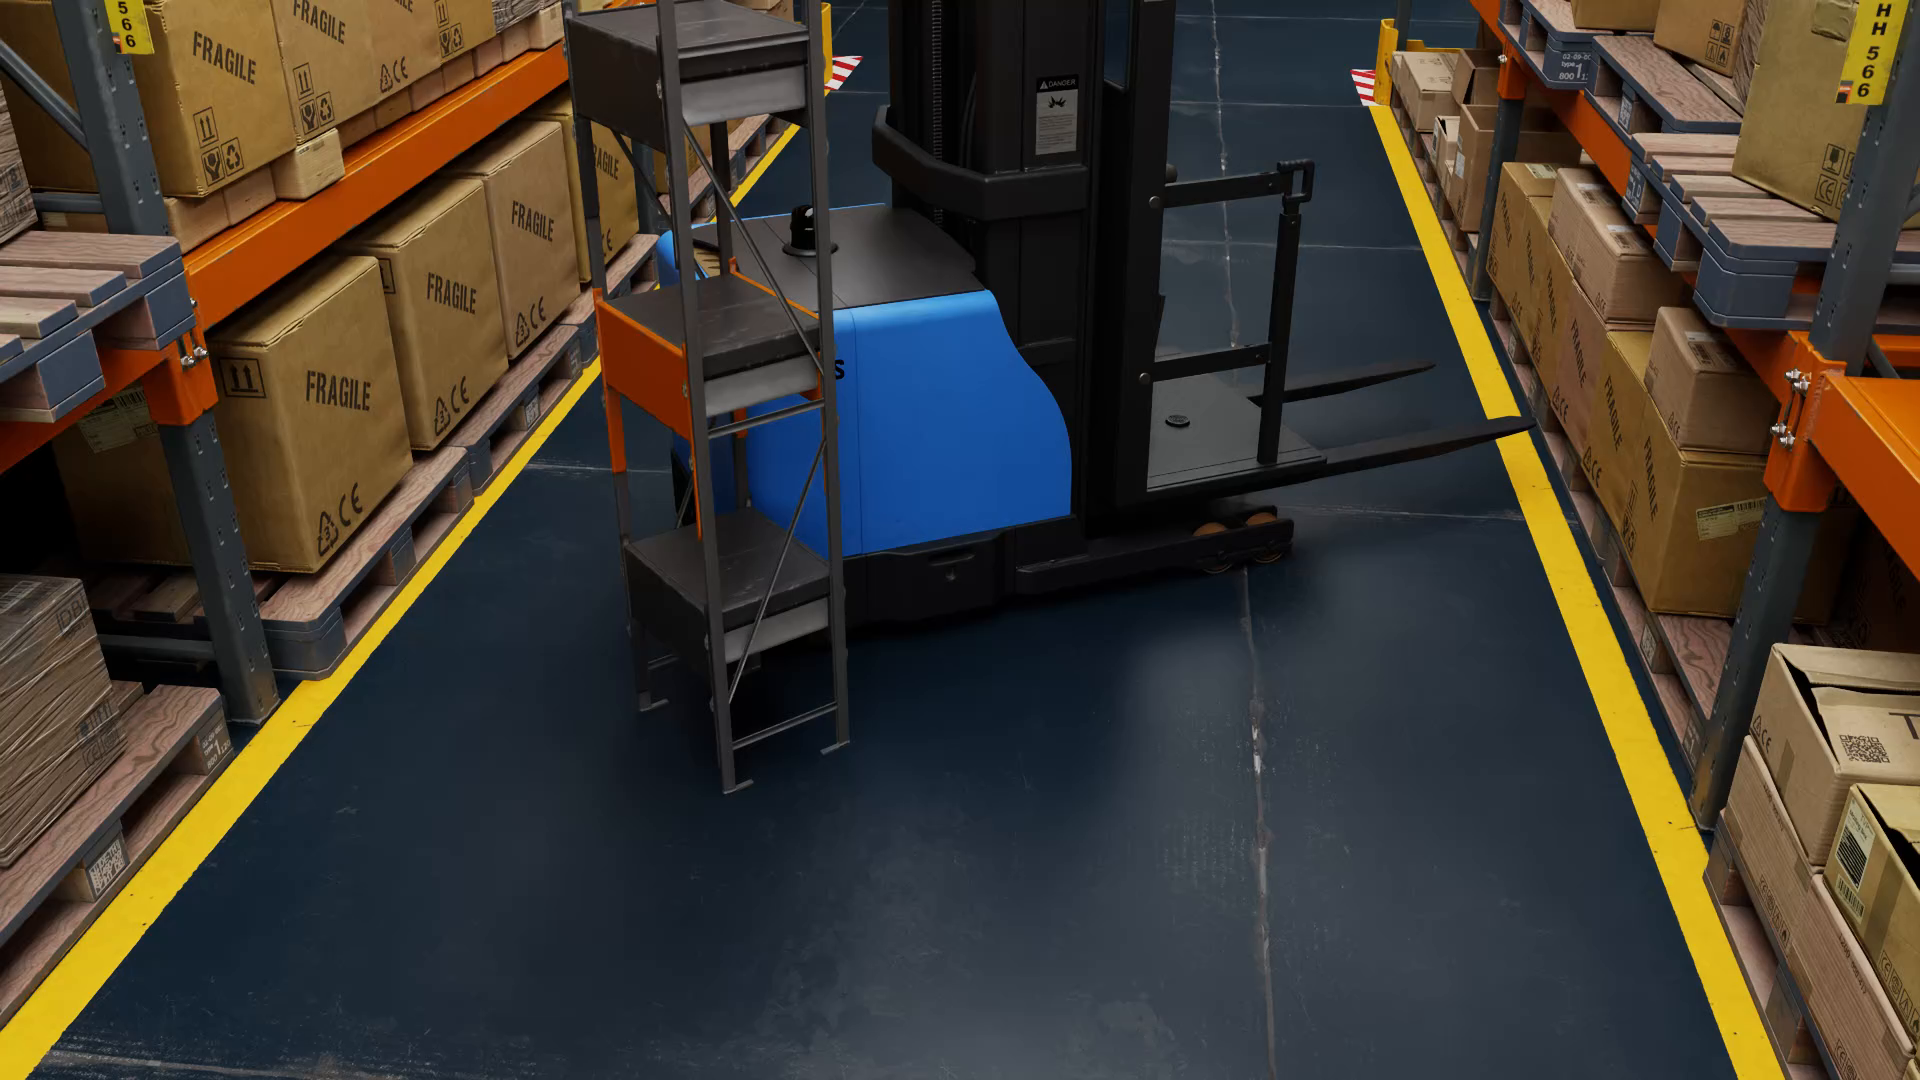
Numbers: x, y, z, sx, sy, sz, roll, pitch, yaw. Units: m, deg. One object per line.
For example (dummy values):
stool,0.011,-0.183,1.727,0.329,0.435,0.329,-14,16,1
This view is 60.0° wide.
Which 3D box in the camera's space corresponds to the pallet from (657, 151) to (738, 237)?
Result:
pallet,-1.827,-1.851,8.963,1.003,0.211,1.213,3,28,6

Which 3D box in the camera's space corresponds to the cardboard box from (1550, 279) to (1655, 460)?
cardboard box,2.433,-0.594,5.862,0.500,0.500,0.500,2,28,4

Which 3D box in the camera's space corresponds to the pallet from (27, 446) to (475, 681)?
pallet,-2.316,0.018,5.493,1.003,0.211,1.213,3,28,6

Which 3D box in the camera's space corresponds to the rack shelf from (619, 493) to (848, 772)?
rack shelf,-0.620,0.242,4.591,0.431,0.518,0.480,-19,34,-32

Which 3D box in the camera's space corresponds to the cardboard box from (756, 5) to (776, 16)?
cardboard box,-1.555,-3.122,10.575,0.700,0.500,0.500,3,28,6

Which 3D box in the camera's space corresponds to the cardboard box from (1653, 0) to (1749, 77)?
cardboard box,2.764,-1.833,5.441,0.700,0.500,0.500,-4,29,-7

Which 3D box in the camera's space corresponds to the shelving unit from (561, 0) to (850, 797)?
shelving unit,-0.620,-0.386,4.253,0.431,2.100,0.503,-19,34,-32

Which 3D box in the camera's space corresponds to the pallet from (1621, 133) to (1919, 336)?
pallet,2.443,-0.795,4.265,1.213,0.211,1.003,3,28,6

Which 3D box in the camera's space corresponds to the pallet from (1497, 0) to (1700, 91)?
pallet,2.713,-1.985,6.474,1.003,0.211,1.213,3,28,6

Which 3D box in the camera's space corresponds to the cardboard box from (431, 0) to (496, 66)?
cardboard box,-1.983,-1.965,5.795,0.500,0.500,0.500,4,29,8

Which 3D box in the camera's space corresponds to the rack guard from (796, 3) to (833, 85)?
rack guard,-1.504,-3.519,11.755,1.175,0.500,0.348,3,28,6

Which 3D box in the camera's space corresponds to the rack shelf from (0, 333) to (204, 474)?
rack shelf,-2.733,0.416,2.574,1.077,0.370,4.000,3,28,6

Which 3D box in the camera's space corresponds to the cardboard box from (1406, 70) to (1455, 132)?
cardboard box,2.939,-2.595,9.840,0.500,0.250,0.500,3,28,6

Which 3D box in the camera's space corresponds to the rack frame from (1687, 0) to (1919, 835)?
rack frame,2.429,-0.556,3.620,1.000,3.000,0.127,3,28,6

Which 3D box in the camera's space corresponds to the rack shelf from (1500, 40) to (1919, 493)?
rack shelf,2.674,-1.181,5.538,1.077,0.370,4.000,3,28,6

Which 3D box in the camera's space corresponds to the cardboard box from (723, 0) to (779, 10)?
cardboard box,-1.359,-3.451,10.503,0.380,0.149,0.250,4,29,8

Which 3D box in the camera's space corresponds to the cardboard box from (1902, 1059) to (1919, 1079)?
cardboard box,1.955,1.180,2.852,0.500,0.250,0.500,3,28,5

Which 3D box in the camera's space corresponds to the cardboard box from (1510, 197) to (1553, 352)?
cardboard box,2.564,-1.067,6.740,0.500,0.500,0.500,4,29,7

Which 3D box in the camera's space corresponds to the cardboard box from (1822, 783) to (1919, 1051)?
cardboard box,2.018,0.700,3.154,0.500,0.311,0.500,3,28,5

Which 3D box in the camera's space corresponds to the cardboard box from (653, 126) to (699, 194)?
cardboard box,-1.804,-2.156,8.782,0.700,0.500,0.500,4,29,7

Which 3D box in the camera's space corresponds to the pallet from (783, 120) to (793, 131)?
pallet,-1.528,-3.000,11.095,1.003,0.211,1.213,3,28,6

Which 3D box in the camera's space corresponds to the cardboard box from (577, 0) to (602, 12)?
cardboard box,-1.765,-2.328,7.152,0.380,0.149,0.250,4,29,7

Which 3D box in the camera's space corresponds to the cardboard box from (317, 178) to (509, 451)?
cardboard box,-2.154,-0.831,5.954,0.750,0.750,0.750,3,28,6

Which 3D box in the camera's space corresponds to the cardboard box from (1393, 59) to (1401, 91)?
cardboard box,2.986,-2.974,10.630,0.380,0.166,0.250,3,28,6

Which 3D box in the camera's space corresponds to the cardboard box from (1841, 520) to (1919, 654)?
cardboard box,2.769,0.153,4.475,0.500,0.500,0.500,5,29,8

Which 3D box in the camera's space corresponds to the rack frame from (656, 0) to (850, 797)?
rack frame,-0.475,-0.293,4.080,0.400,2.100,0.015,-19,34,-32

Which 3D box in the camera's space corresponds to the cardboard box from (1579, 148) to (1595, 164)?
cardboard box,3.282,-1.978,8.783,0.380,0.166,0.250,3,28,6

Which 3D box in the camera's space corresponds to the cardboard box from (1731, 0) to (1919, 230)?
cardboard box,2.395,-1.088,4.059,0.700,0.500,0.500,-6,29,-11

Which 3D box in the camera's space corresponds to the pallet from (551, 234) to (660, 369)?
pallet,-2.017,-1.130,7.625,1.003,0.211,1.213,3,28,6

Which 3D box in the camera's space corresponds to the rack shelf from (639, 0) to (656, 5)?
rack shelf,-1.752,-3.350,9.564,1.077,0.370,4.000,3,28,6

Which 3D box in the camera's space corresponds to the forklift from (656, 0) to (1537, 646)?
forklift,0.579,-1.400,5.258,3.031,2.935,1.130,-11,30,-19

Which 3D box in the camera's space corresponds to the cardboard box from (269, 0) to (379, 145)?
cardboard box,-2.101,-1.486,4.906,0.500,0.500,0.500,4,29,8

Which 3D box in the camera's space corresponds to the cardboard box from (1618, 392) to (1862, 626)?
cardboard box,2.311,-0.103,4.951,0.500,0.500,0.500,4,29,8

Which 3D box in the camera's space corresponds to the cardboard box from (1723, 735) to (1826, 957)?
cardboard box,2.074,0.699,3.747,0.500,0.250,0.500,3,28,6

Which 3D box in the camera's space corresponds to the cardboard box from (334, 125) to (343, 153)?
cardboard box,-2.153,-1.246,5.144,0.380,0.149,0.250,3,28,6

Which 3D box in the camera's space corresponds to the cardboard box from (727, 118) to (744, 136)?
cardboard box,-1.674,-2.634,9.668,0.700,0.500,0.500,4,29,7

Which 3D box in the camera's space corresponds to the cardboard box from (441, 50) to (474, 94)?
cardboard box,-2.001,-1.728,6.039,0.380,0.149,0.250,4,29,8

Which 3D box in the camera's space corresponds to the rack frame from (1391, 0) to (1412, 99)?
rack frame,3.409,-4.322,10.610,1.000,3.000,0.127,3,28,6

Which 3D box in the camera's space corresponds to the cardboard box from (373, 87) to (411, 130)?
cardboard box,-2.087,-1.489,5.596,0.380,0.149,0.250,4,29,7

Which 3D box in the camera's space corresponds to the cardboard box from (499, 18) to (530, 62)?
cardboard box,-1.912,-1.970,6.487,0.380,0.149,0.250,3,28,6

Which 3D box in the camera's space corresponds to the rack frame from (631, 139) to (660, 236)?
rack frame,-1.997,-2.725,7.646,1.000,3.000,0.127,3,28,6

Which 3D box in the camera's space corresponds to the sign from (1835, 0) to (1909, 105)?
sign,1.890,-1.058,3.415,0.100,0.325,0.005,3,28,6

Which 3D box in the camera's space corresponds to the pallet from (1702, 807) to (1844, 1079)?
pallet,2.290,1.057,3.566,1.003,0.211,1.213,3,28,6

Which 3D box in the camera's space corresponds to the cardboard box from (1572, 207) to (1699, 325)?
cardboard box,2.435,-0.942,5.717,0.500,0.250,0.500,3,28,5

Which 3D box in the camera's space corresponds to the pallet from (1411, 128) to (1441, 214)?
pallet,3.151,-2.111,9.445,1.003,0.211,1.213,3,28,6

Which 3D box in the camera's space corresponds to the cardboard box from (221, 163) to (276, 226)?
cardboard box,-2.178,-1.000,4.688,0.380,0.149,0.250,4,29,7

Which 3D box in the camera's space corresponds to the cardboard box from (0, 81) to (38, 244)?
cardboard box,-2.535,-0.858,3.611,0.700,0.500,0.500,0,28,0

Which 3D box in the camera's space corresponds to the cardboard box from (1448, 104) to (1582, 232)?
cardboard box,2.708,-1.817,8.132,0.500,0.500,0.500,3,28,6

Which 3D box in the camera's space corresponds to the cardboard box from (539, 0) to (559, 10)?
cardboard box,-1.857,-2.436,6.670,0.500,0.500,0.500,4,29,7

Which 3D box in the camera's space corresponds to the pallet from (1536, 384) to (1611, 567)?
pallet,2.710,-0.251,5.993,1.003,0.211,1.213,3,28,6

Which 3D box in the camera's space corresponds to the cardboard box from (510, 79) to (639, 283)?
cardboard box,-1.948,-1.650,7.474,0.750,0.750,0.750,4,29,7

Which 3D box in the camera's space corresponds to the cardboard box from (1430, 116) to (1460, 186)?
cardboard box,2.800,-2.087,8.832,0.500,0.311,0.500,3,28,6

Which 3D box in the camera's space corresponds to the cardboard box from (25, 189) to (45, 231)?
cardboard box,-2.702,-0.909,4.518,0.380,0.149,0.250,4,29,7
